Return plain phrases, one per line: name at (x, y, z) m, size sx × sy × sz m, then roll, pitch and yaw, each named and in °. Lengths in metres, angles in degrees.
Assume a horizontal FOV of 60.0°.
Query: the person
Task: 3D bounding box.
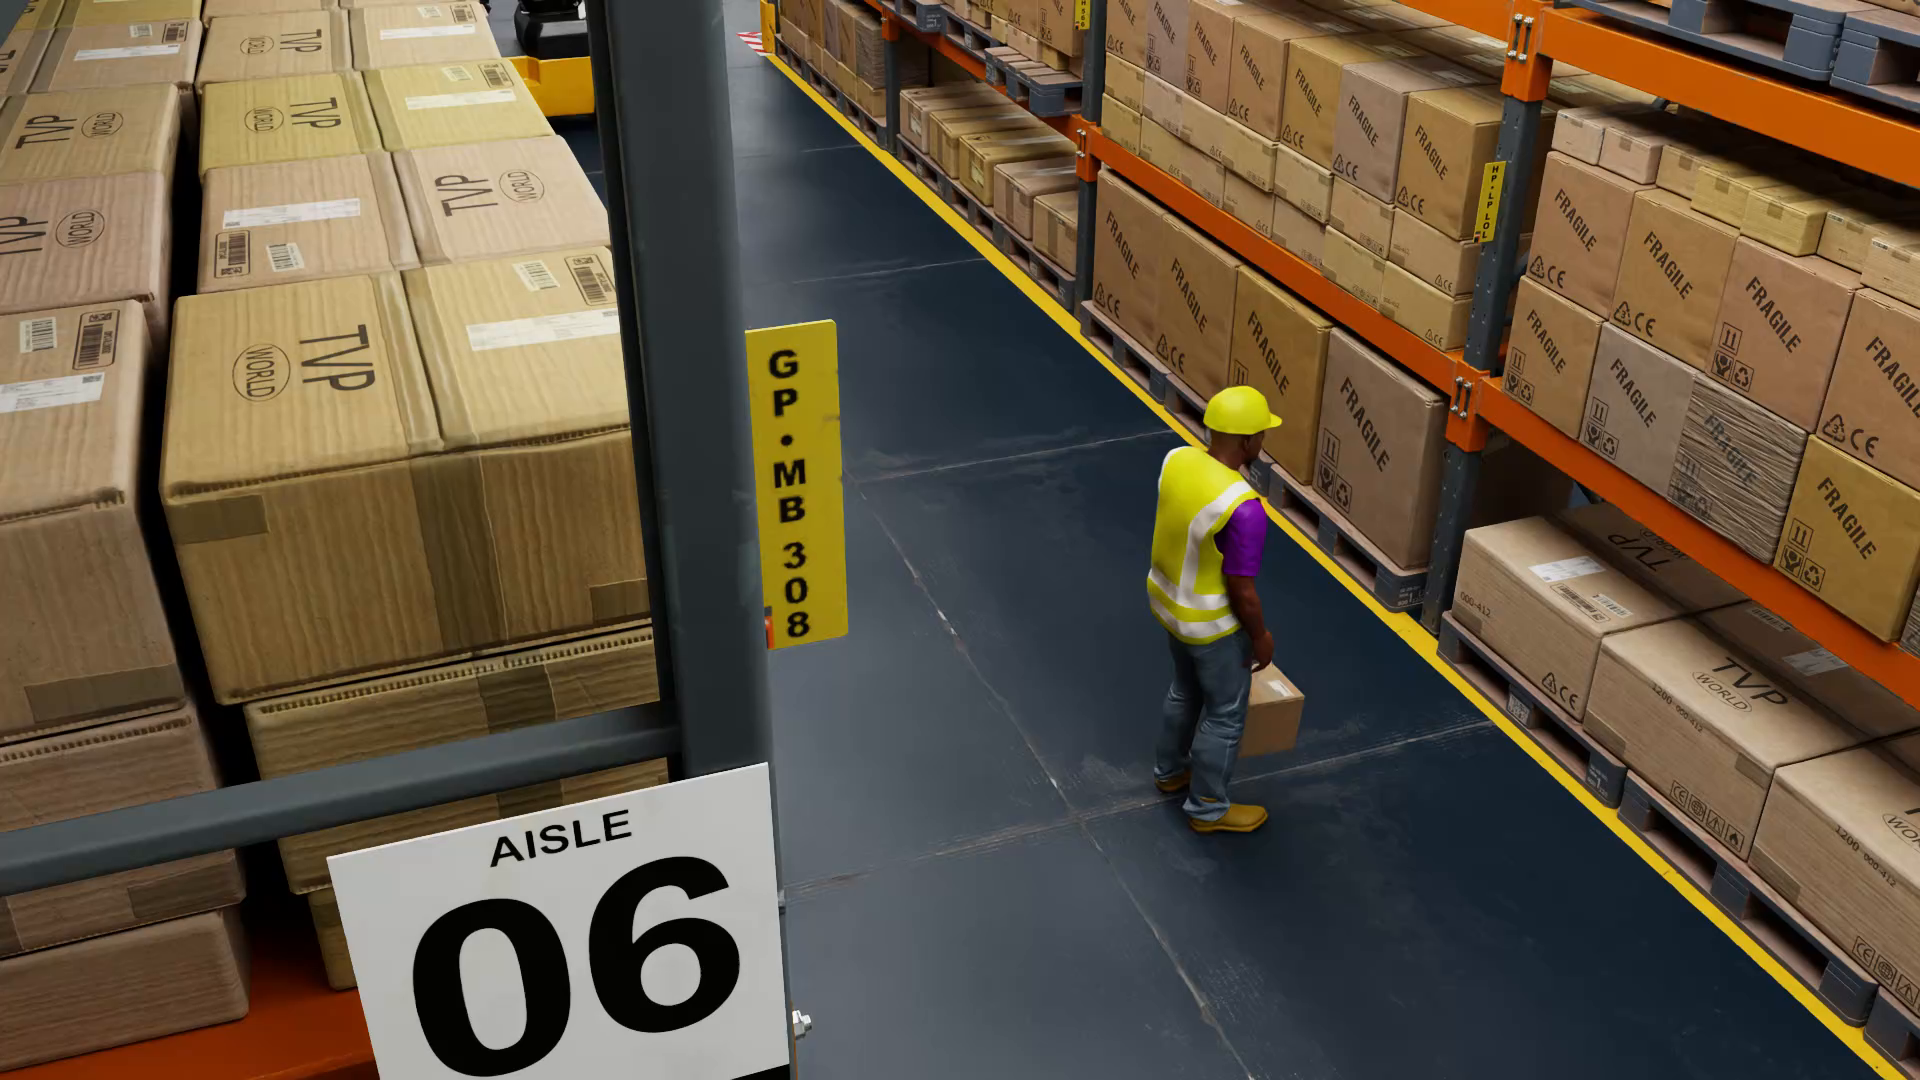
person at (0.927, 0.257, 6.155) m, size 0.439 × 1.763 × 0.597 m, roll -11°, pitch 32°, yaw -19°
